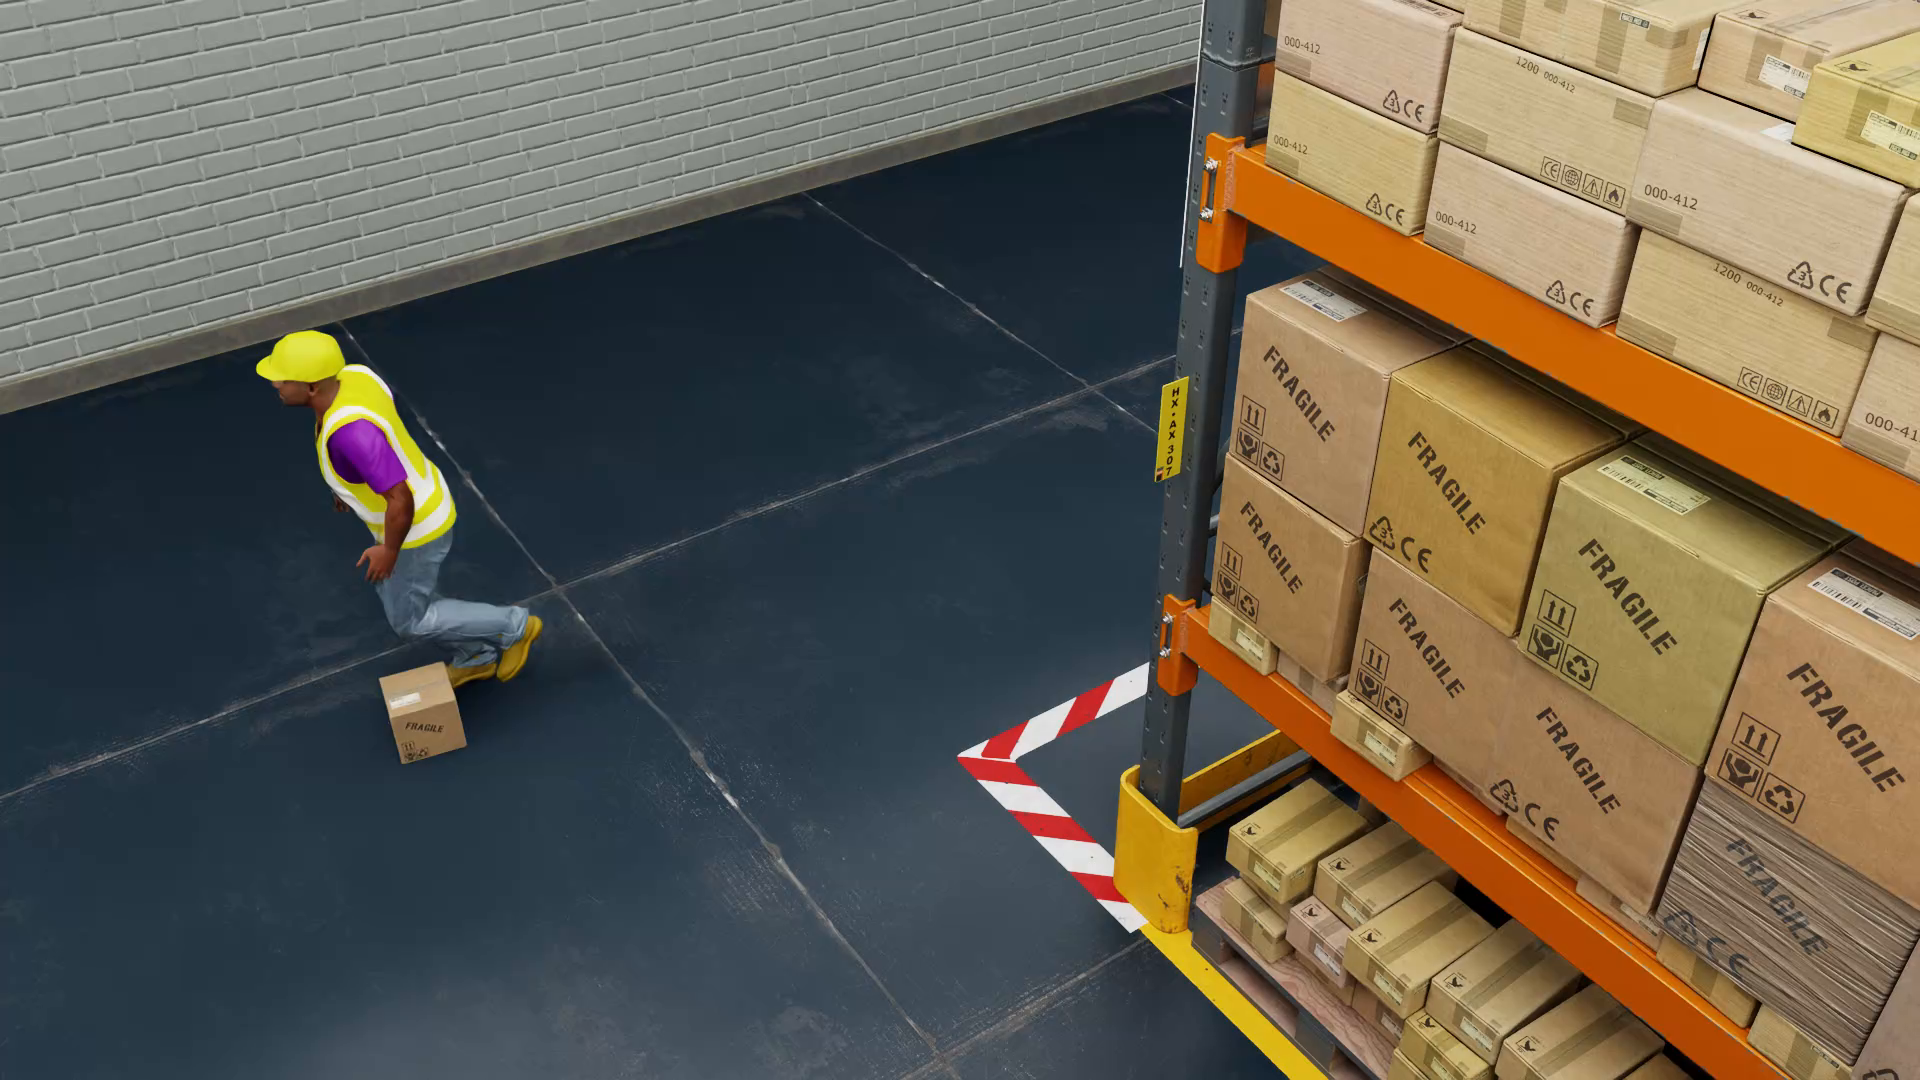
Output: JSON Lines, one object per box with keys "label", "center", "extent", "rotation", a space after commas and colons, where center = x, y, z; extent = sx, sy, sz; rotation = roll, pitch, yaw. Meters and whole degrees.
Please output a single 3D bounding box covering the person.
{"label": "person", "center": [-2.093, -0.097, 6.352], "extent": [0.785, 1.664, 0.725], "rotation": [-13, 38, -17]}
